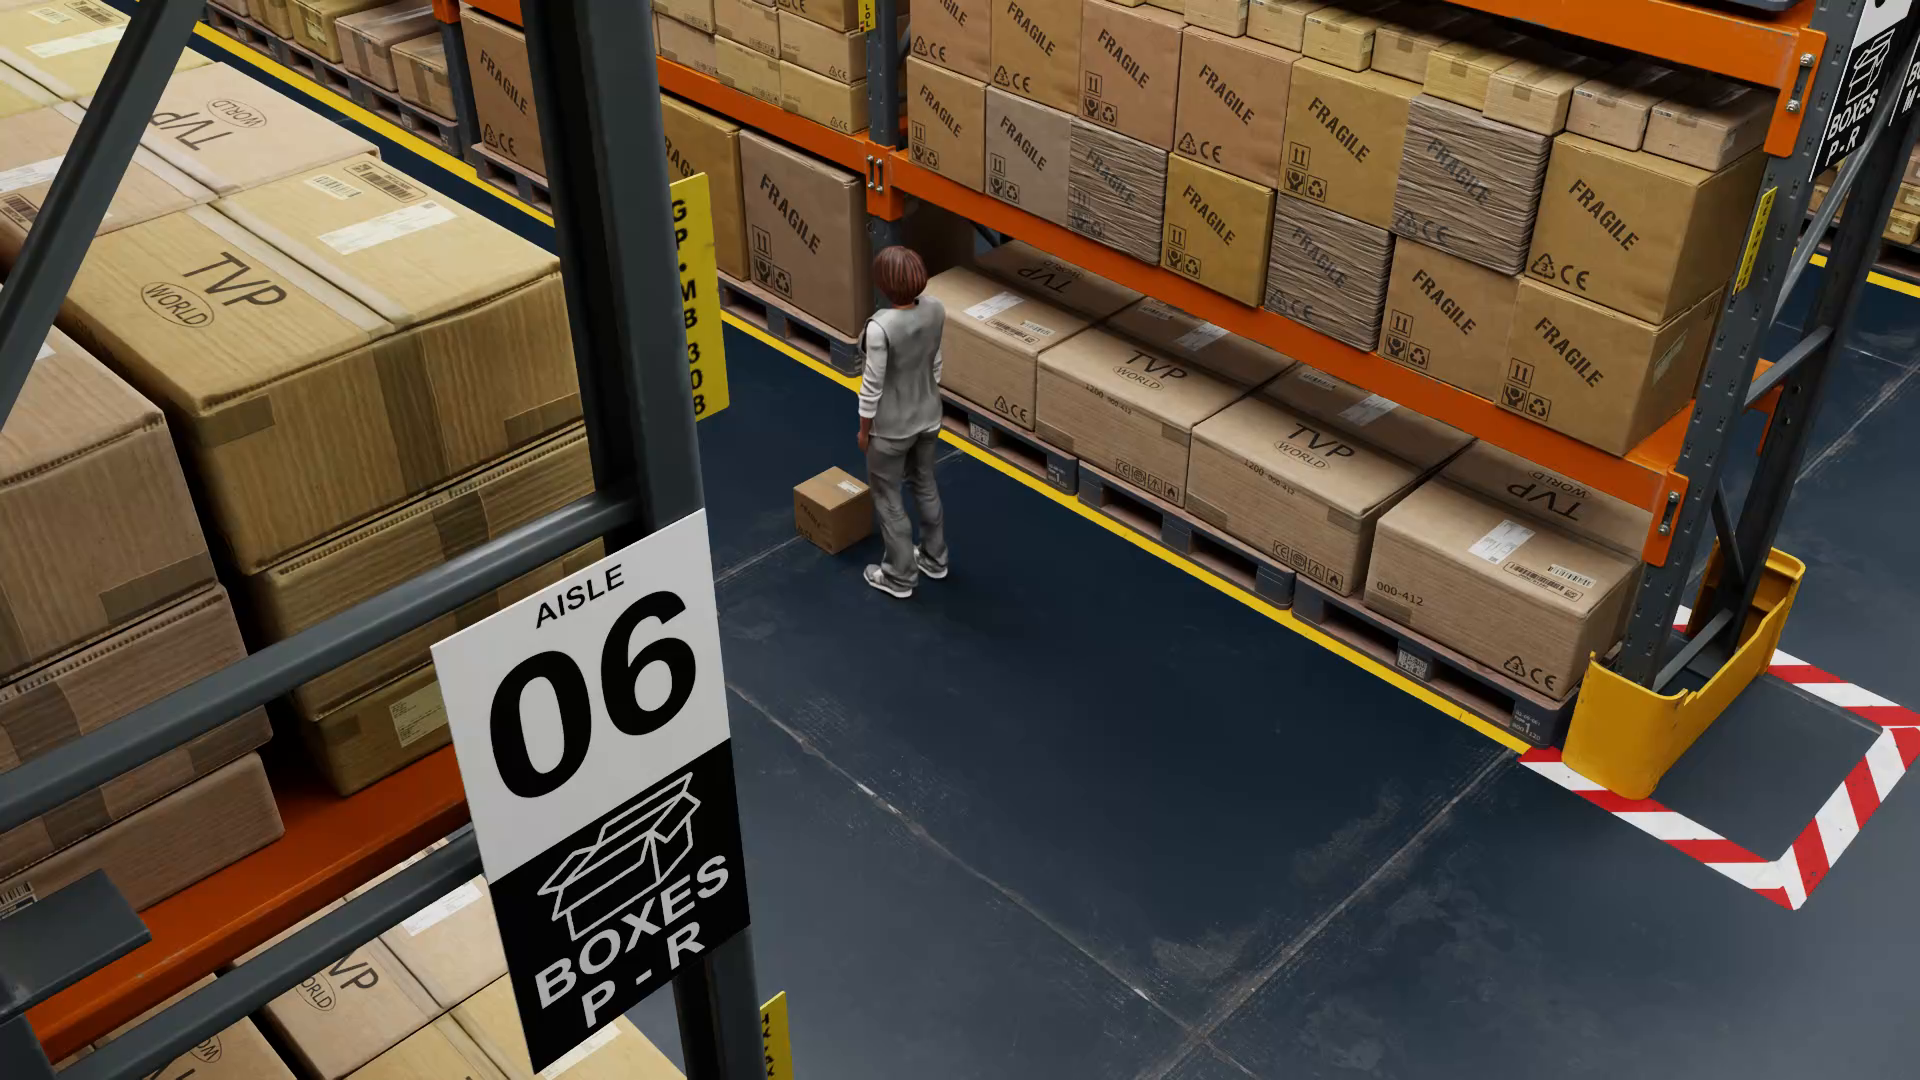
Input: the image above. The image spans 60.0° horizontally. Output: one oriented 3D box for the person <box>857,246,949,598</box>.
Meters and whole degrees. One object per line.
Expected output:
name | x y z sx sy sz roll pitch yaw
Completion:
person | -0.245 -0.473 6.809 0.405 1.598 0.304 -28 45 -33
